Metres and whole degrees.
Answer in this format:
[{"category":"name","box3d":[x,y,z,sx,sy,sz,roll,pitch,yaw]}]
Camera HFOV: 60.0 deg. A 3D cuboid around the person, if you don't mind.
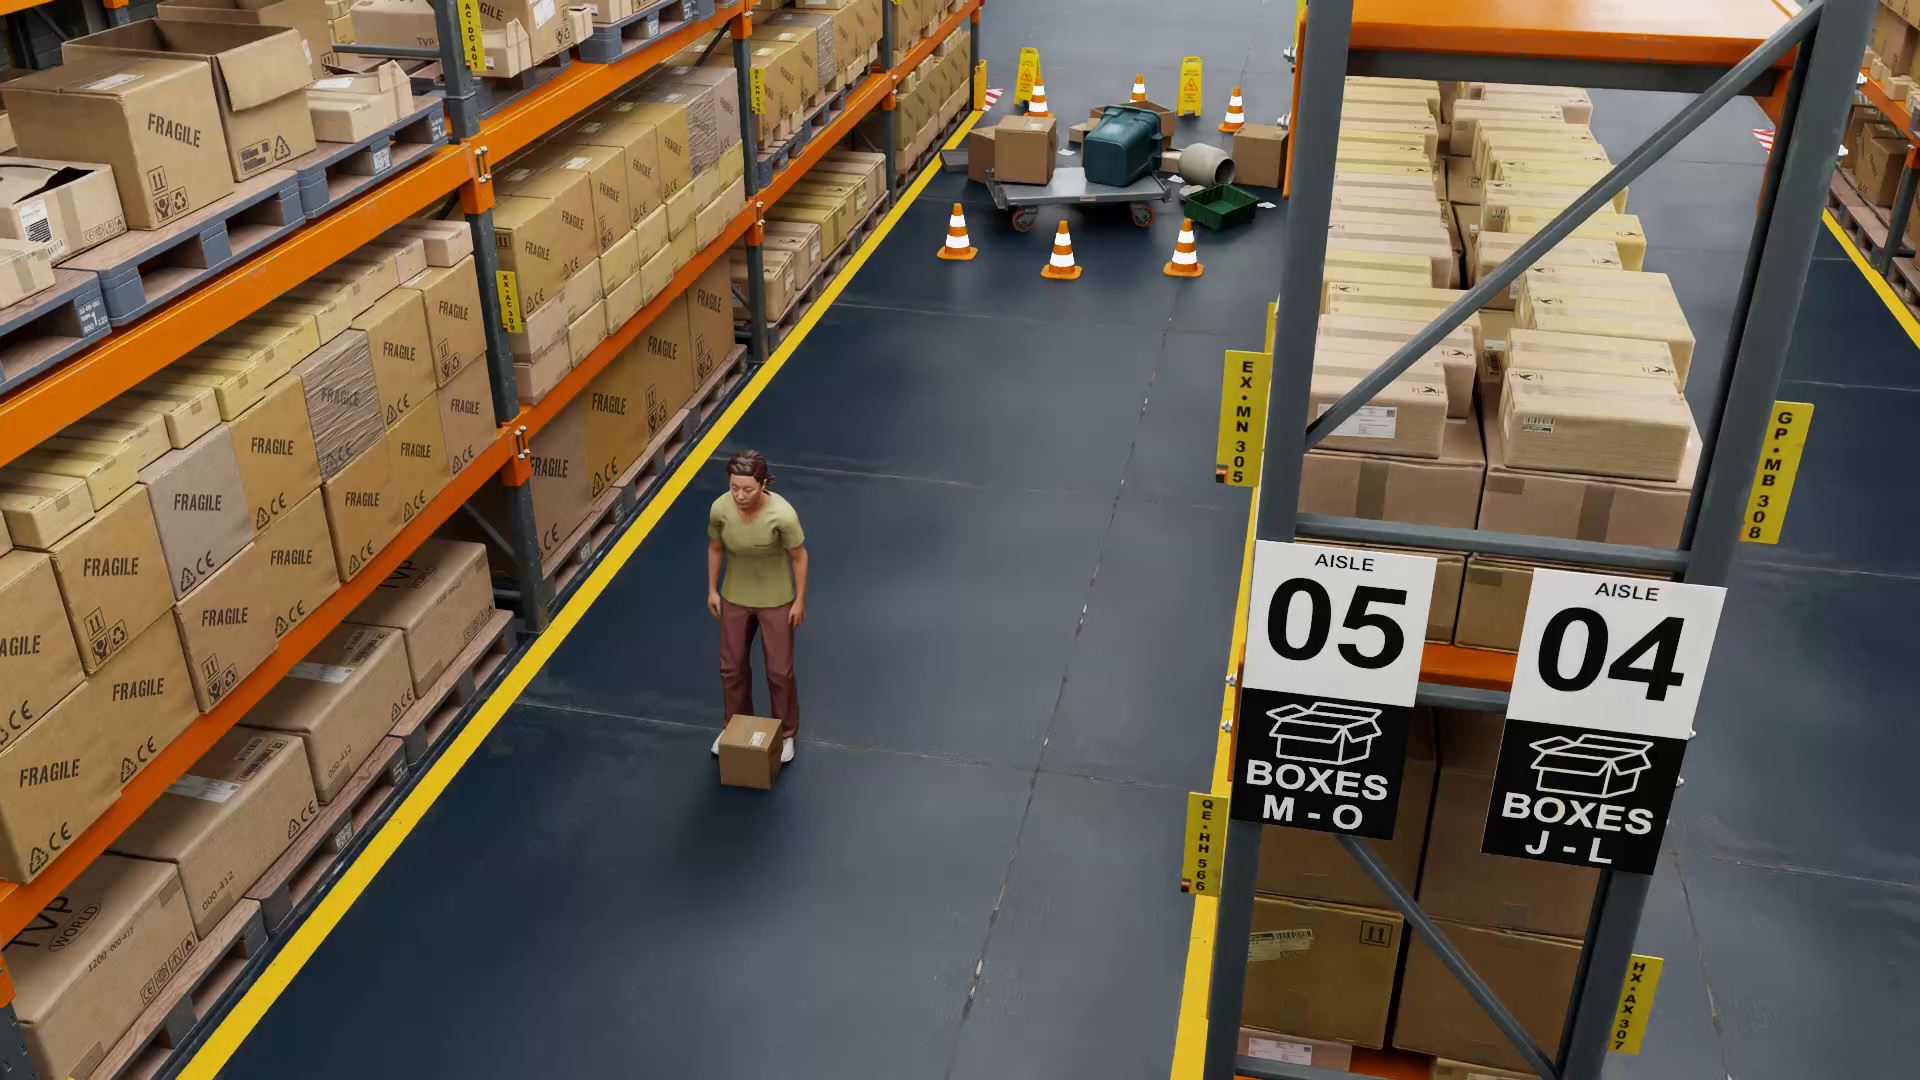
[{"category":"person","box3d":[-0.985,0.304,8.064,0.499,1.673,0.354,6,29,11]}]
